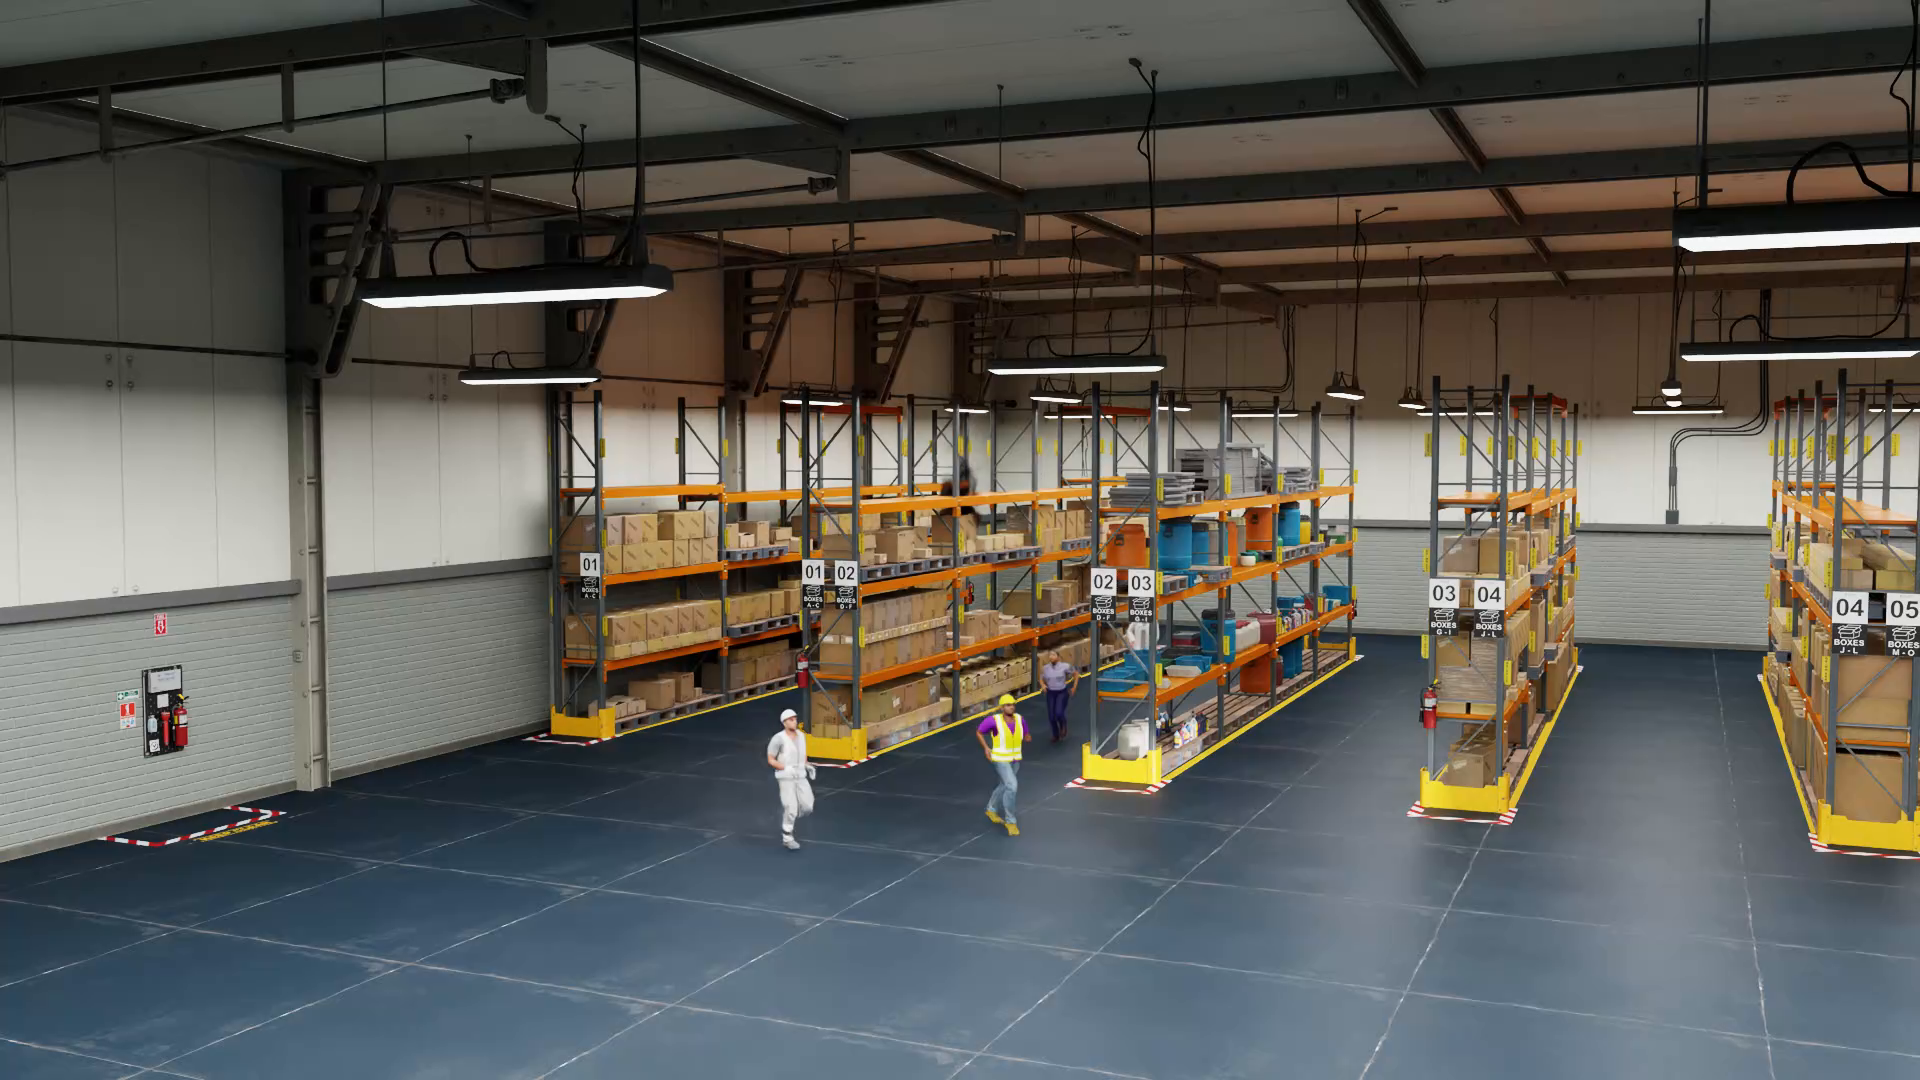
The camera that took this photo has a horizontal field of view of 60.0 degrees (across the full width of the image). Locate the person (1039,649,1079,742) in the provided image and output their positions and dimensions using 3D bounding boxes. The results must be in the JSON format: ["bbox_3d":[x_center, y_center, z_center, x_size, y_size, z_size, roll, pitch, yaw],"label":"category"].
[{"bbox_3d":[1.642,2.647,28.120,0.628,1.601,0.697,1,3,22],"label":"person"}]

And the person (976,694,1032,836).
[{"bbox_3d":[0.615,2.923,21.822,0.665,1.831,0.788,-2,4,-37],"label":"person"}]

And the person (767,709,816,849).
[{"bbox_3d":[-2.096,2.984,20.796,0.655,1.742,0.593,-3,4,-42],"label":"person"}]

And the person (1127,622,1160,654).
[{"bbox_3d":[3.739,2.245,33.998,0.680,1.750,0.695,1,3,11],"label":"person"}]
